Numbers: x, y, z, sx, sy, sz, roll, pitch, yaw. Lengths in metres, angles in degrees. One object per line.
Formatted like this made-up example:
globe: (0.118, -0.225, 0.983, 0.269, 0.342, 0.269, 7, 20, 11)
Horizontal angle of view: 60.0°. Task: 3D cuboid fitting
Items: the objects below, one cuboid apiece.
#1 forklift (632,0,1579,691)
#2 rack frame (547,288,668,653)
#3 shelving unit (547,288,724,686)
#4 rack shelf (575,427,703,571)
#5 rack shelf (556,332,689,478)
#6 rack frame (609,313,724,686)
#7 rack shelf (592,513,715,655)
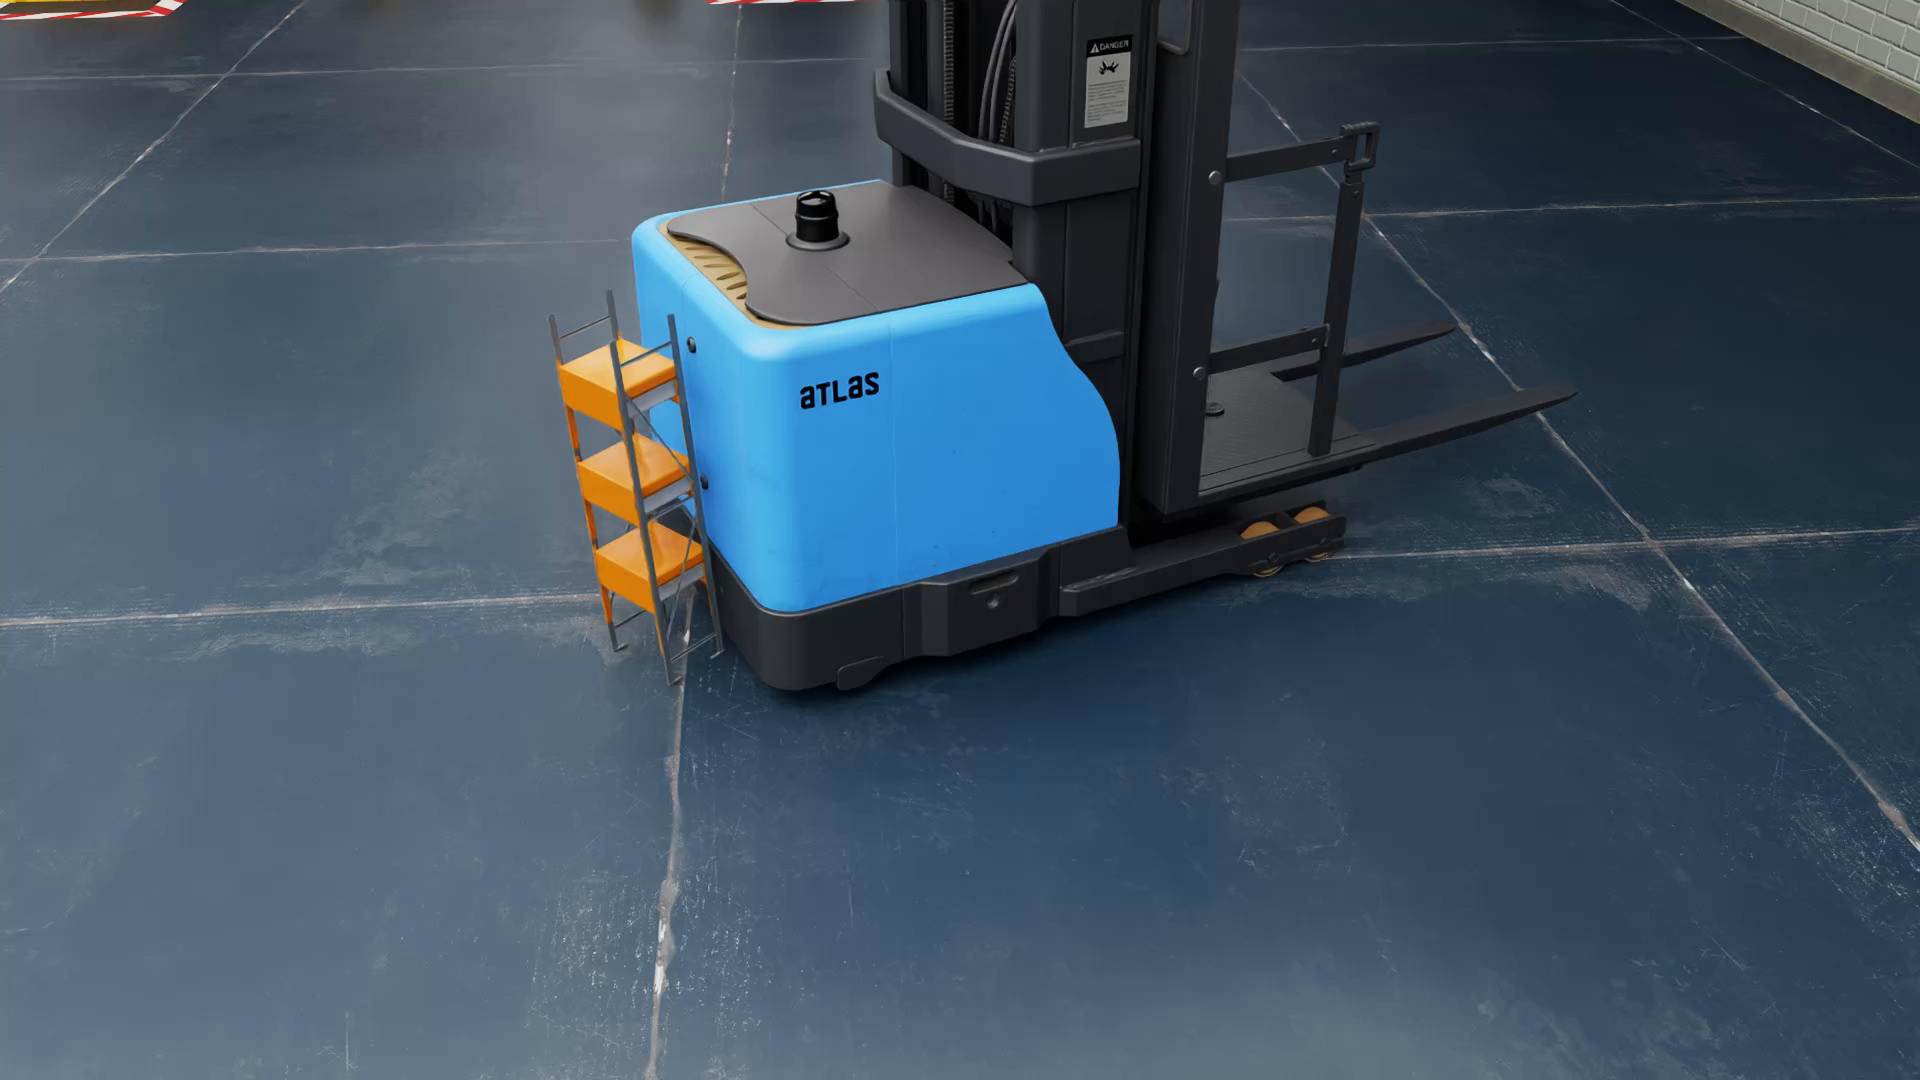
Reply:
forklift: (0.613, -1.370, 4.686, 3.031, 2.935, 1.130, -15, 34, -23)
rack frame: (-0.939, -0.163, 4.487, 0.008, 1.050, 0.200, 24, 42, 35)
shelving unit: (-0.848, -0.122, 4.418, 0.252, 1.050, 0.215, 24, 42, 35)
rack shelf: (-0.847, -0.113, 4.424, 0.240, 0.259, 0.215, 24, 42, 35)
rack shelf: (-0.859, -0.350, 4.268, 0.240, 0.259, 0.215, 24, 42, 35)
rack frame: (-0.756, -0.080, 4.349, 0.008, 1.050, 0.200, 24, 42, 35)
rack shelf: (-0.836, 0.119, 4.577, 0.240, 0.259, 0.215, 24, 42, 35)
